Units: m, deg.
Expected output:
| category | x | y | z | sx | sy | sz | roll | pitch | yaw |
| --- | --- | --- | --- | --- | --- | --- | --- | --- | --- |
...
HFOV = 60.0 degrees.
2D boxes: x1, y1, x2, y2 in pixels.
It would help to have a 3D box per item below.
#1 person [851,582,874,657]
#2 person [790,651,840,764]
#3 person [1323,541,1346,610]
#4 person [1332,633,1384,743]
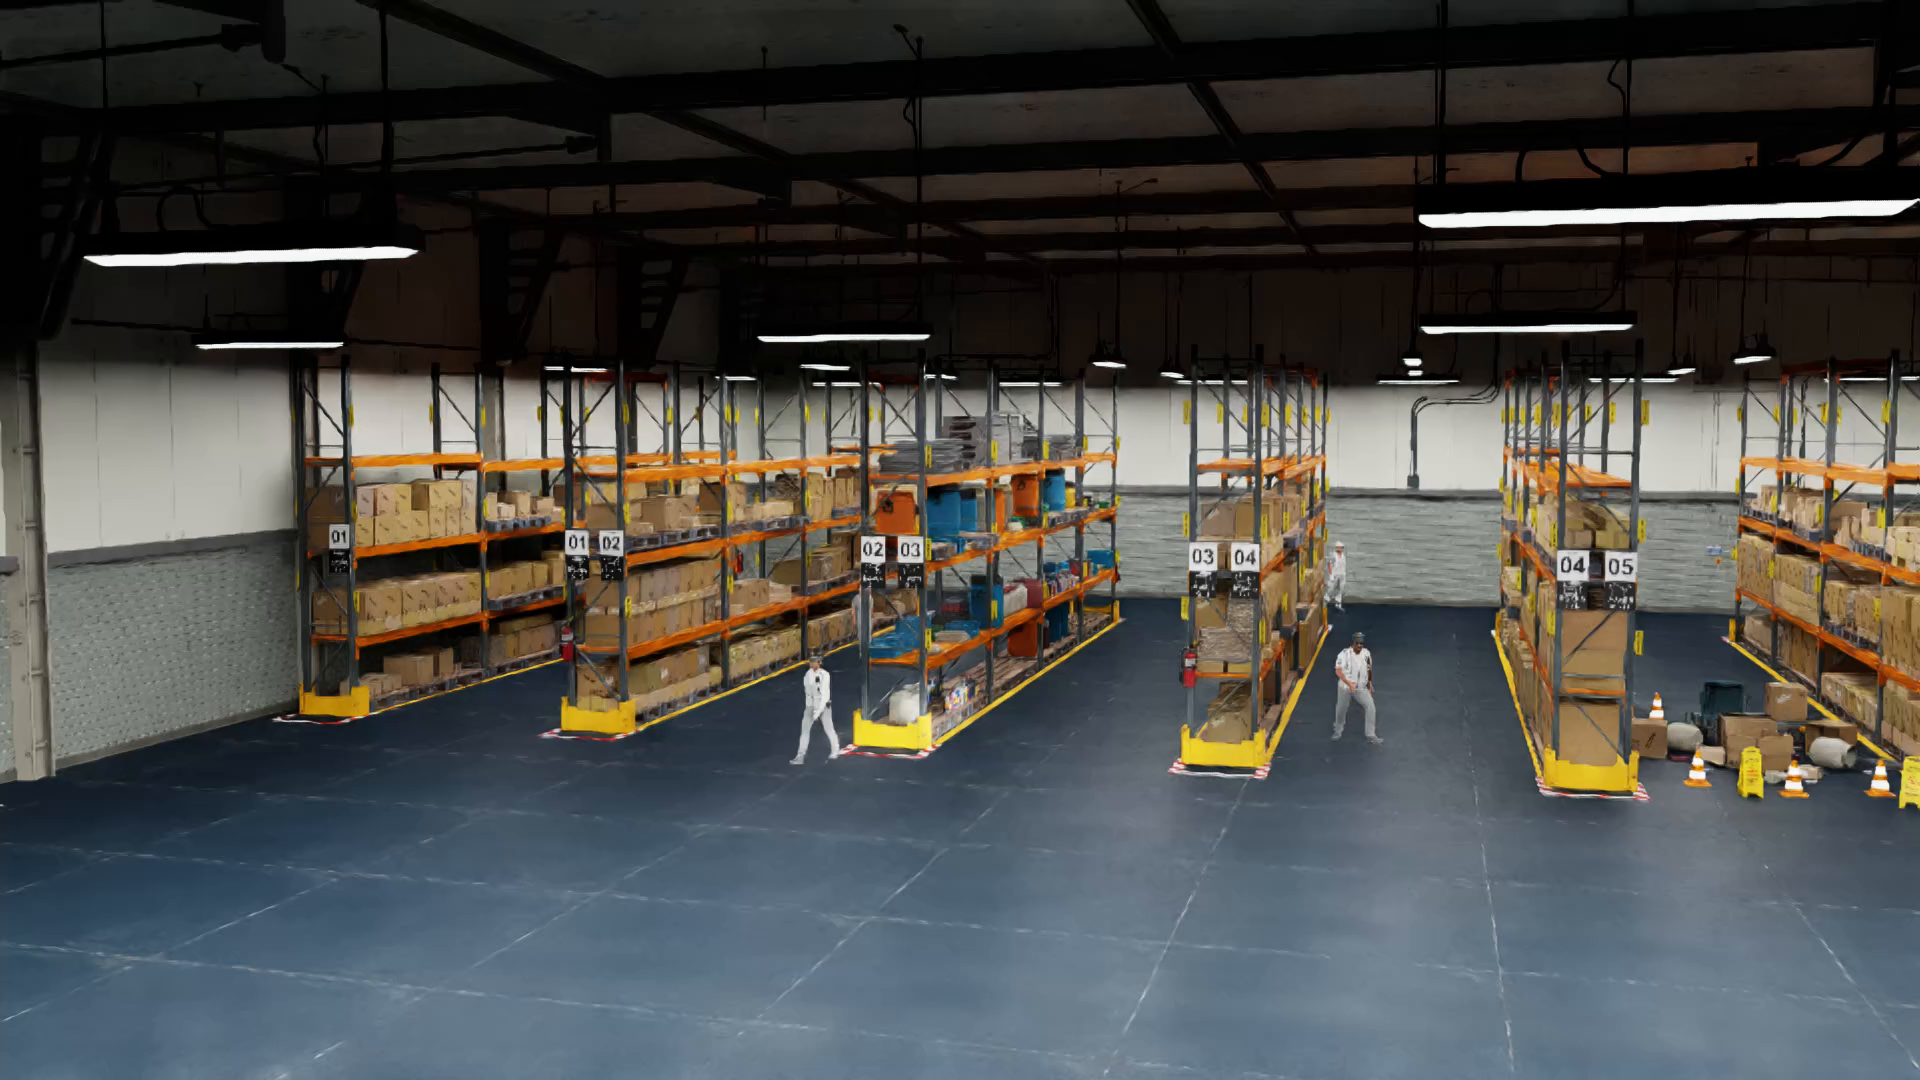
| category | x | y | z | sx | sy | sz | roll | pitch | yaw |
| --- | --- | --- | --- | --- | --- | --- | --- | --- | --- |
| person | -1.988 | 1.646 | 33.885 | 0.444 | 1.604 | 1.018 | 1 | 4 | 7 |
| person | -2.048 | 2.385 | 23.879 | 0.481 | 1.621 | 0.997 | 2 | 5 | 25 |
| person | 9.568 | 0.919 | 42.657 | 0.720 | 1.786 | 0.494 | -2 | 5 | -29 |
| person | 6.054 | 2.239 | 25.465 | 0.700 | 1.696 | 0.814 | 0 | 4 | -5 |
